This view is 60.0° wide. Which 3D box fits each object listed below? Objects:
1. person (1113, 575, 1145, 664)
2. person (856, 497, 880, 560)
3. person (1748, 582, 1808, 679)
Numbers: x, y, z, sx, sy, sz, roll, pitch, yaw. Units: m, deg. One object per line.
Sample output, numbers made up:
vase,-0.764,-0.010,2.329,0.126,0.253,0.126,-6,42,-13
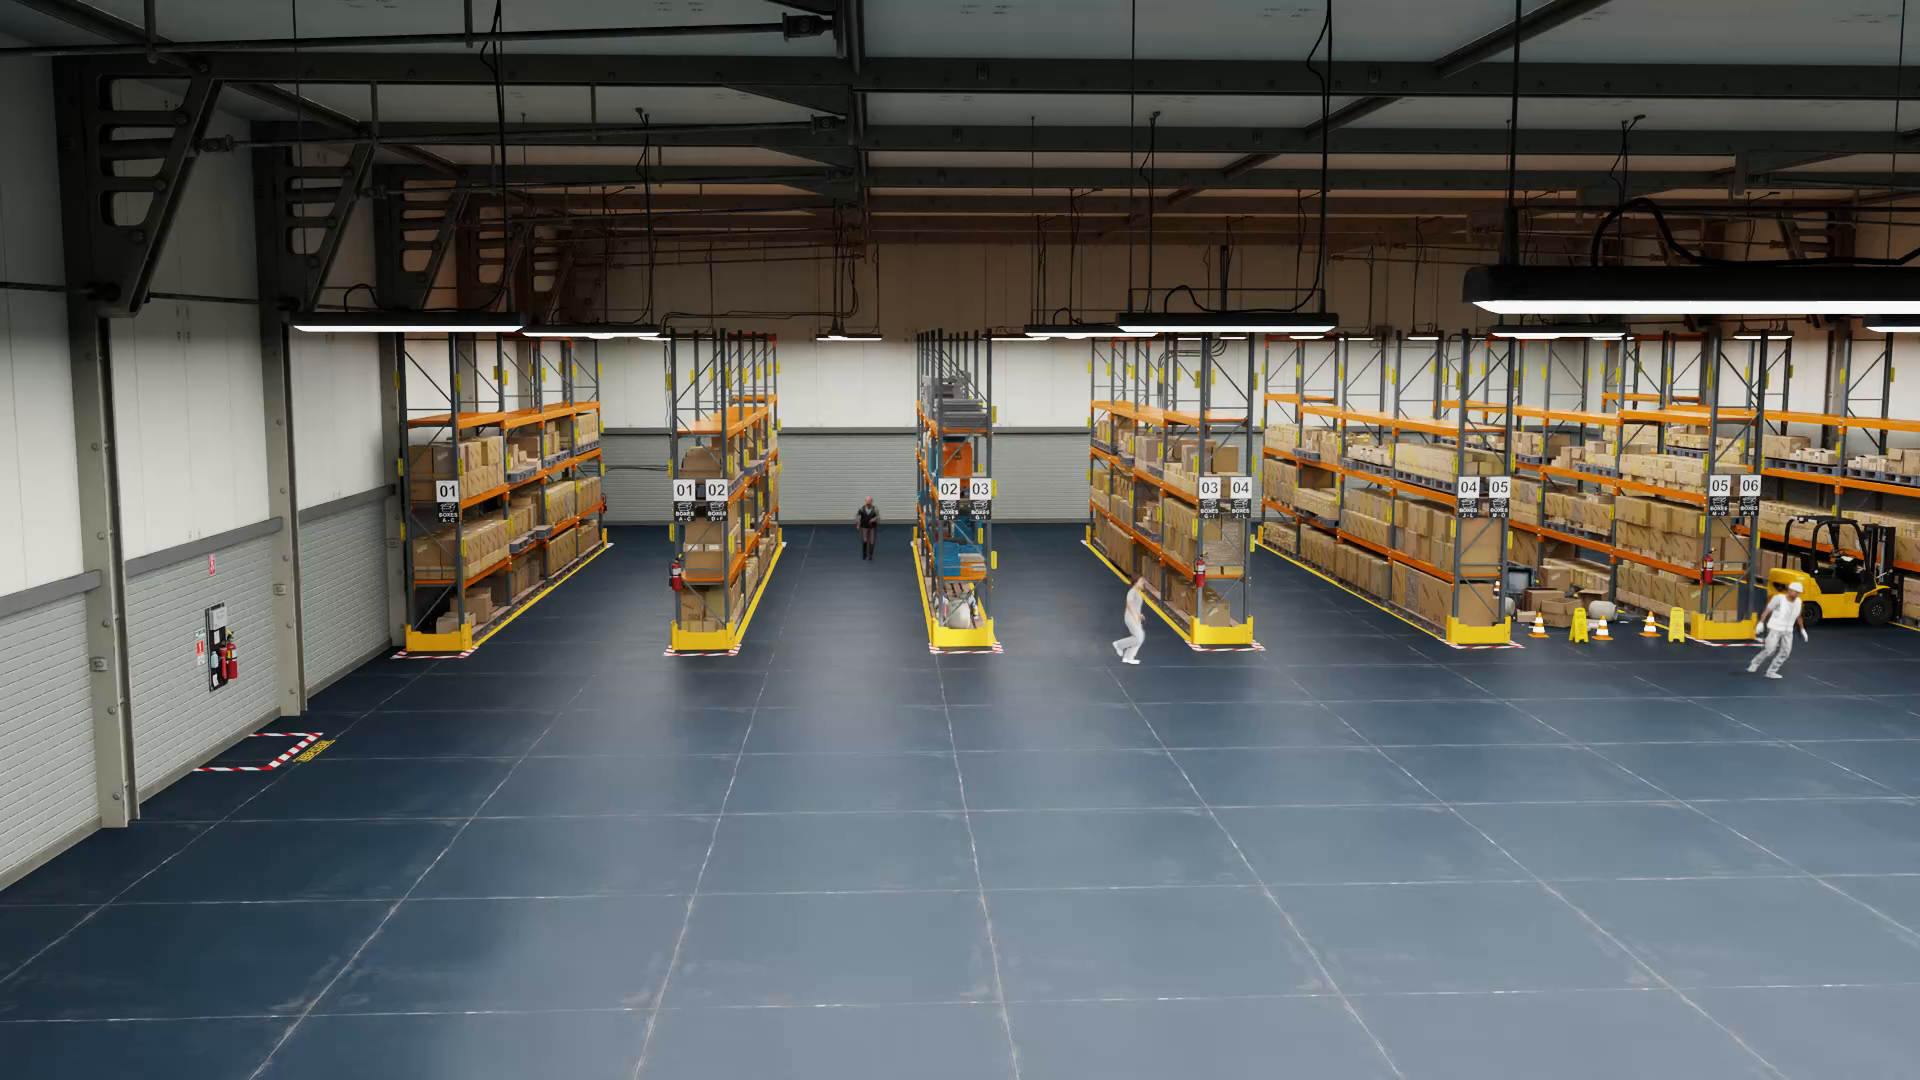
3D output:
person,3.034,1.418,29.875,0.557,1.605,0.561,2,7,20
person,-2.422,-0.302,43.892,0.645,1.683,0.648,0,7,-4
person,13.990,1.528,28.385,0.817,1.697,0.695,-1,7,-11
